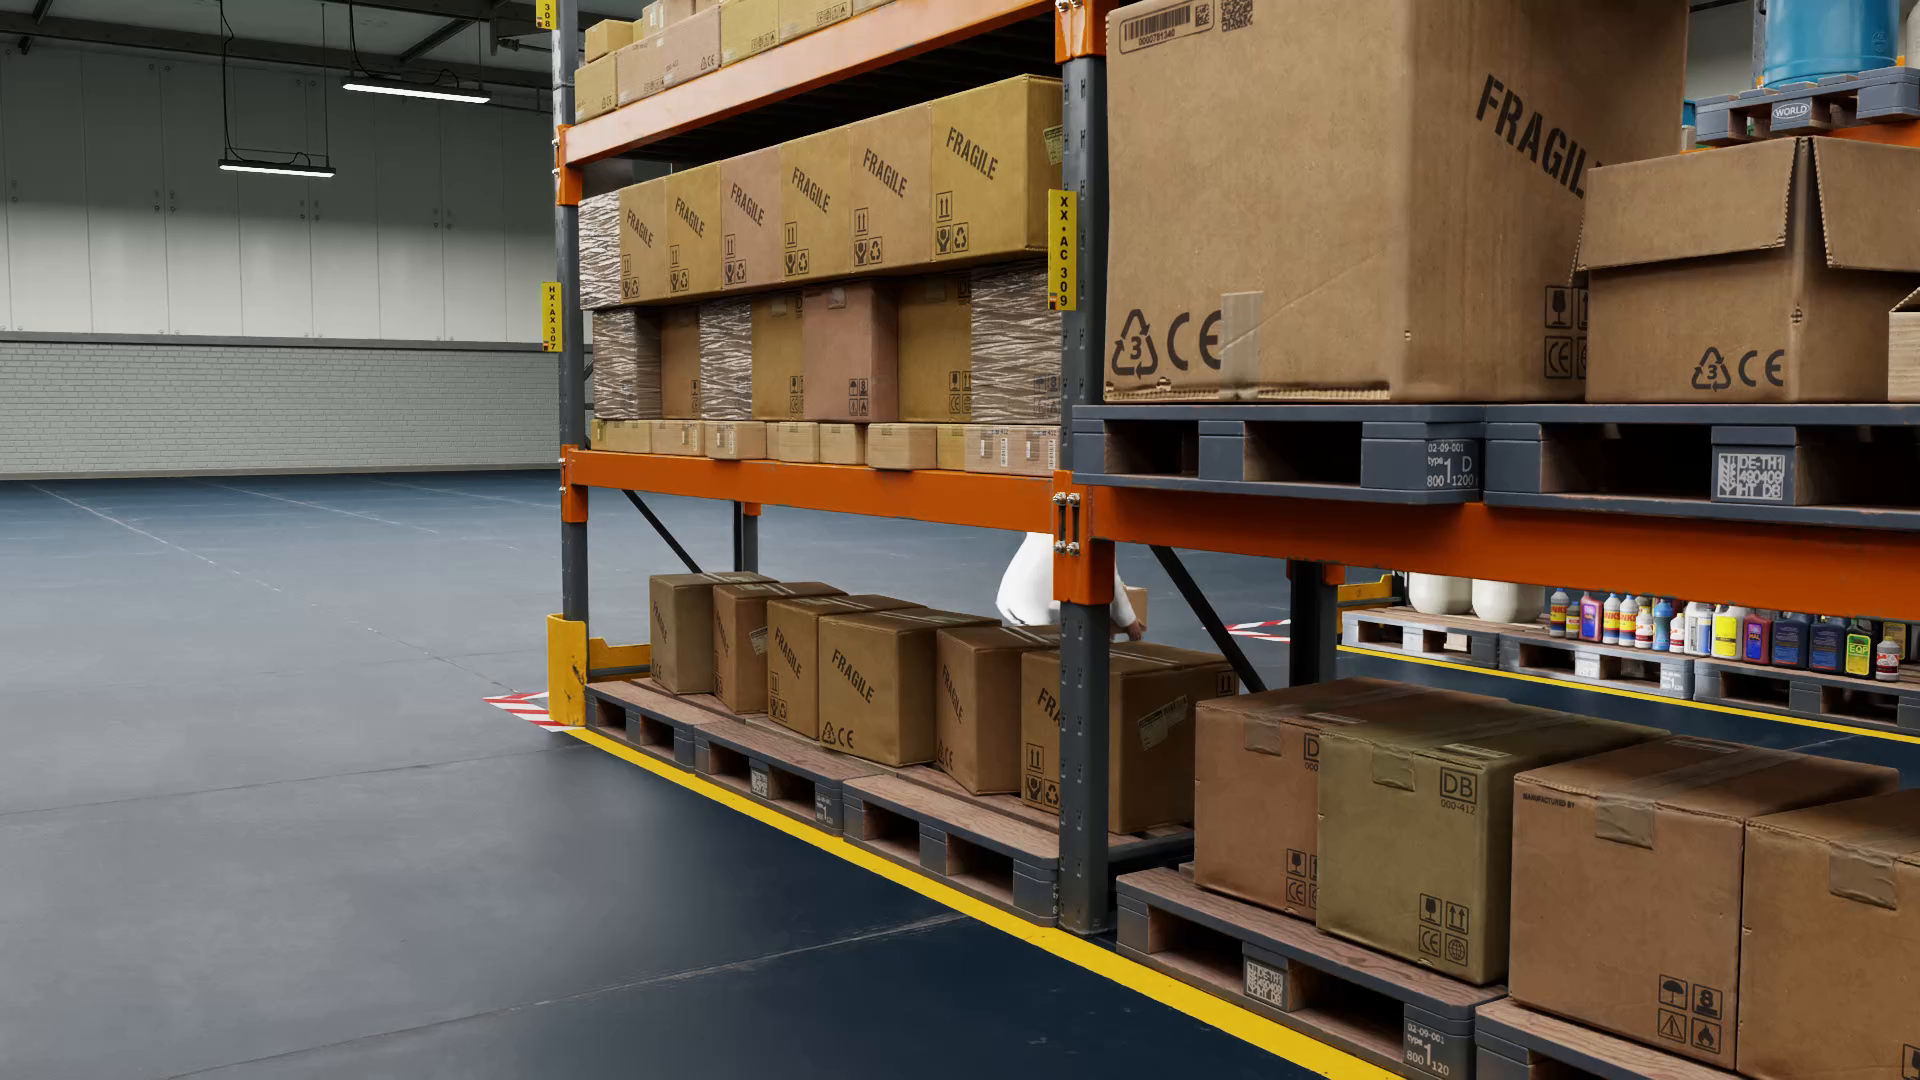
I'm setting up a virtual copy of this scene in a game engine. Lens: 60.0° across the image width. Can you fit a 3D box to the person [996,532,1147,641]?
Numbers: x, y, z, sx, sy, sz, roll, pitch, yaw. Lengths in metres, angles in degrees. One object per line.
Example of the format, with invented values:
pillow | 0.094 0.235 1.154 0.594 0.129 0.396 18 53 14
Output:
person | 0.623 0.251 9.550 0.920 1.002 0.585 -3 5 -34
